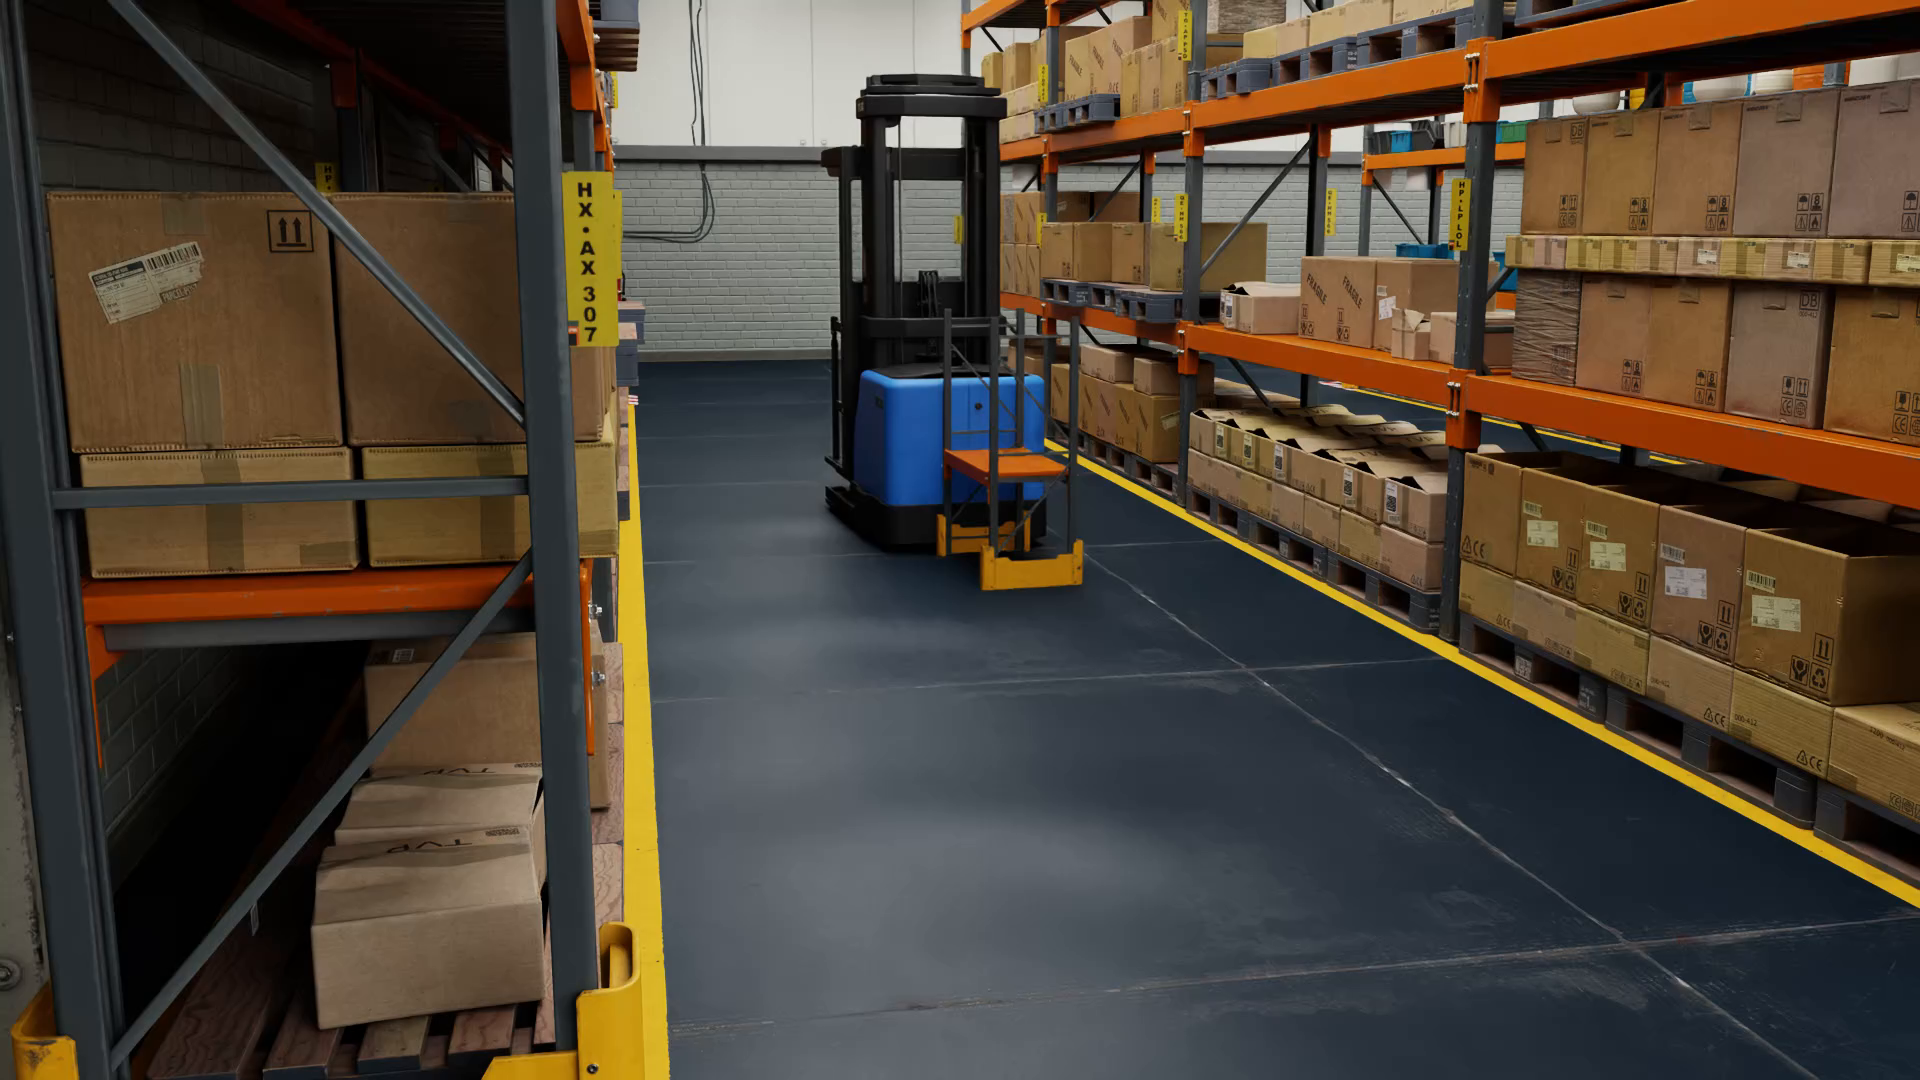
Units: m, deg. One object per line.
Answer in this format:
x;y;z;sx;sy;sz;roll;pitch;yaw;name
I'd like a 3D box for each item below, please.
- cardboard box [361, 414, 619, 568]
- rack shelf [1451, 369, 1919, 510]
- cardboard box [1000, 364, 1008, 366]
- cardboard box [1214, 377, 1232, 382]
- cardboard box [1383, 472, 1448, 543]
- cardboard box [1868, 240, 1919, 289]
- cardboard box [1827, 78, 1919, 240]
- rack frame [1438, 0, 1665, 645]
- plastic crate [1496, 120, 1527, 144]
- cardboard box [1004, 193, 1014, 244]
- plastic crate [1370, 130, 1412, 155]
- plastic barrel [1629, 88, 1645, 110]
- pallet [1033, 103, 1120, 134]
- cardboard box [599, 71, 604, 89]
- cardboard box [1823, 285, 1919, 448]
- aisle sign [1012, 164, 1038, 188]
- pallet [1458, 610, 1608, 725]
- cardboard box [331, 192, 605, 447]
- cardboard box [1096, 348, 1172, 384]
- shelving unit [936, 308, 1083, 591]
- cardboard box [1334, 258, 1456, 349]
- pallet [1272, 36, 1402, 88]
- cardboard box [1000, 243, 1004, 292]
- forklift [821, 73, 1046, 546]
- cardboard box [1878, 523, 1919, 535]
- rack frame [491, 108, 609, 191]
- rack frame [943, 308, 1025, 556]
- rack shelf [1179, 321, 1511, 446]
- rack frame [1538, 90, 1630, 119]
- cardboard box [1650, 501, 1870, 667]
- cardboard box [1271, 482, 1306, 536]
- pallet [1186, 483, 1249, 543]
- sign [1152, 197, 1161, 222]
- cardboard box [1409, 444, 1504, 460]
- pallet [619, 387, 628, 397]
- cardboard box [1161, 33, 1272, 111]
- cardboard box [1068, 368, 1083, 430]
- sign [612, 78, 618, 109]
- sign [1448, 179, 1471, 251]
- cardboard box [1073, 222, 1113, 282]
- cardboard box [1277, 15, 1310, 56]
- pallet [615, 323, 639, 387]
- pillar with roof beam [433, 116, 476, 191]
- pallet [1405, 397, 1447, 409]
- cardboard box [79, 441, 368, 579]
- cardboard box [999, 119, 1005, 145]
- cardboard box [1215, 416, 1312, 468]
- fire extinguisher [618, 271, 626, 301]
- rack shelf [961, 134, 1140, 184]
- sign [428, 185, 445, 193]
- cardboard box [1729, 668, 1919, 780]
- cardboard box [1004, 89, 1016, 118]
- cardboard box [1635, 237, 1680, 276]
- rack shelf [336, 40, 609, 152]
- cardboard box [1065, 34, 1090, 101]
-1.015;-0.121;3.655;0.500;0.250;0.500;-2;11;-13;cardboard box
3.238;-0.278;6.057;1.077;0.370;4.000;-2;11;-11;rack shelf
0.537;-1.771;18.154;0.500;0.250;0.500;-2;11;-11;cardboard box
1.956;-1.097;13.946;0.500;0.500;0.500;-3;11;-13;cardboard box
2.489;-0.193;8.417;0.500;0.311;0.500;-2;11;-11;cardboard box
3.165;-0.884;5.318;0.380;0.149;0.250;-2;11;-9;cardboard box
3.332;-1.235;5.426;0.700;0.500;0.500;-2;11;-11;cardboard box
2.849;-0.998;7.917;1.000;3.000;0.127;-2;11;-11;rack frame
5.662;-4.191;17.120;0.416;0.233;0.300;-2;11;-11;plastic crate
0.740;-3.275;16.939;0.500;0.500;0.500;-2;11;-11;cardboard box
5.176;-4.707;19.730;0.497;0.269;0.590;-2;11;-11;plastic crate
6.529;-4.257;15.390;0.600;0.588;0.600;0;11;0;plastic barrel
1.351;-3.724;14.721;1.213;0.211;1.003;-2;11;-11;pallet
-2.383;-2.868;9.905;0.500;0.311;0.500;-2;11;-11;cardboard box
3.351;-0.587;5.490;0.700;0.500;0.500;-2;11;-11;cardboard box
0.802;-4.499;19.361;0.394;0.787;0.004;-2;11;-11;aisle sign
2.962;0.519;7.403;1.003;0.211;1.213;-2;11;-11;pallet
-1.030;-0.486;3.572;0.500;0.500;0.500;-2;11;-11;cardboard box
1.440;-1.449;13.788;0.500;0.250;0.500;-2;11;-12;cardboard box
0.273;-0.565;9.651;0.587;1.500;1.083;-3;11;-15;shelving unit
2.515;-1.377;9.641;0.500;0.500;0.500;-2;11;-11;cardboard box
2.511;-2.786;9.794;1.003;0.211;1.213;-2;11;-8;pallet
0.638;-2.879;17.530;0.500;0.500;0.500;-2;11;-10;cardboard box
-0.330;-1.636;11.451;1.130;2.935;3.031;-3;11;-15;forklift
3.531;0.223;5.730;0.500;0.500;0.500;-2;11;-11;cardboard box
-3.566;-2.284;14.675;1.000;3.000;0.127;-2;11;-11;rack frame
0.145;-0.655;10.125;0.500;1.500;0.032;-3;11;-15;rack frame
2.460;-1.011;9.911;1.077;0.370;4.000;-2;11;-11;rack shelf
6.152;-5.592;16.007;1.000;3.000;0.127;-2;11;-11;rack frame
2.925;0.150;6.113;0.500;0.500;0.500;-2;11;-11;cardboard box
2.189;-0.199;9.950;0.500;0.250;0.500;-2;11;-10;cardboard box
2.192;-0.209;11.231;1.003;0.211;1.213;-2;11;-11;pallet
1.836;-3.055;15.627;0.100;0.325;0.005;-2;11;-11;sign
2.818;-0.401;9.510;0.500;0.311;0.500;-2;11;-13;cardboard box
-4.111;-1.504;18.035;1.003;0.211;1.213;-2;11;-11;pallet
1.953;-3.333;11.895;0.910;0.500;0.500;-2;11;-11;cardboard box
1.262;-1.258;14.793;0.500;0.500;0.500;-2;11;-10;cardboard box
-3.809;-4.905;18.264;0.100;0.325;0.005;-2;11;-11;sign
2.318;-1.506;7.703;0.100;0.325;0.005;-2;11;-11;sign
1.361;-2.502;14.427;0.700;0.500;0.500;0;11;-2;cardboard box
2.334;-3.161;10.537;0.500;0.250;0.500;-2;11;-9;cardboard box
-2.016;-0.868;7.749;1.003;0.211;1.213;-2;11;-11;pallet
-0.328;-5.485;15.446;9.100;9.000;0.400;-2;11;-11;pillar with roof beam
5.730;-1.632;18.708;1.003;0.211;1.213;-2;11;-11;pallet
-1.513;-0.098;3.538;0.500;0.250;0.500;-2;11;-10;cardboard box
0.652;-4.220;17.223;0.500;0.250;0.500;-2;11;-11;cardboard box
1.995;-0.660;10.871;0.500;0.311;0.500;-2;11;-12;cardboard box
-3.920;-2.841;18.805;0.296;0.674;0.183;-2;11;-11;fire extinguisher
0.904;-3.952;17.339;1.077;0.370;4.000;-2;11;-11;rack shelf
-3.332;-2.099;10.603;0.100;0.325;0.005;-2;11;-11;sign
3.024;0.610;5.701;0.500;0.250;0.500;-2;11;-11;cardboard box
0.743;-4.373;16.694;0.500;0.250;0.500;-2;11;-11;cardboard box
2.911;-1.122;6.566;0.380;0.149;0.250;-2;11;-13;cardboard box
-2.399;-2.304;8.680;1.077;0.370;4.000;-2;11;-11;rack shelf
1.318;-4.148;14.787;0.600;0.600;0.600;-3;11;-16;cardboard box
